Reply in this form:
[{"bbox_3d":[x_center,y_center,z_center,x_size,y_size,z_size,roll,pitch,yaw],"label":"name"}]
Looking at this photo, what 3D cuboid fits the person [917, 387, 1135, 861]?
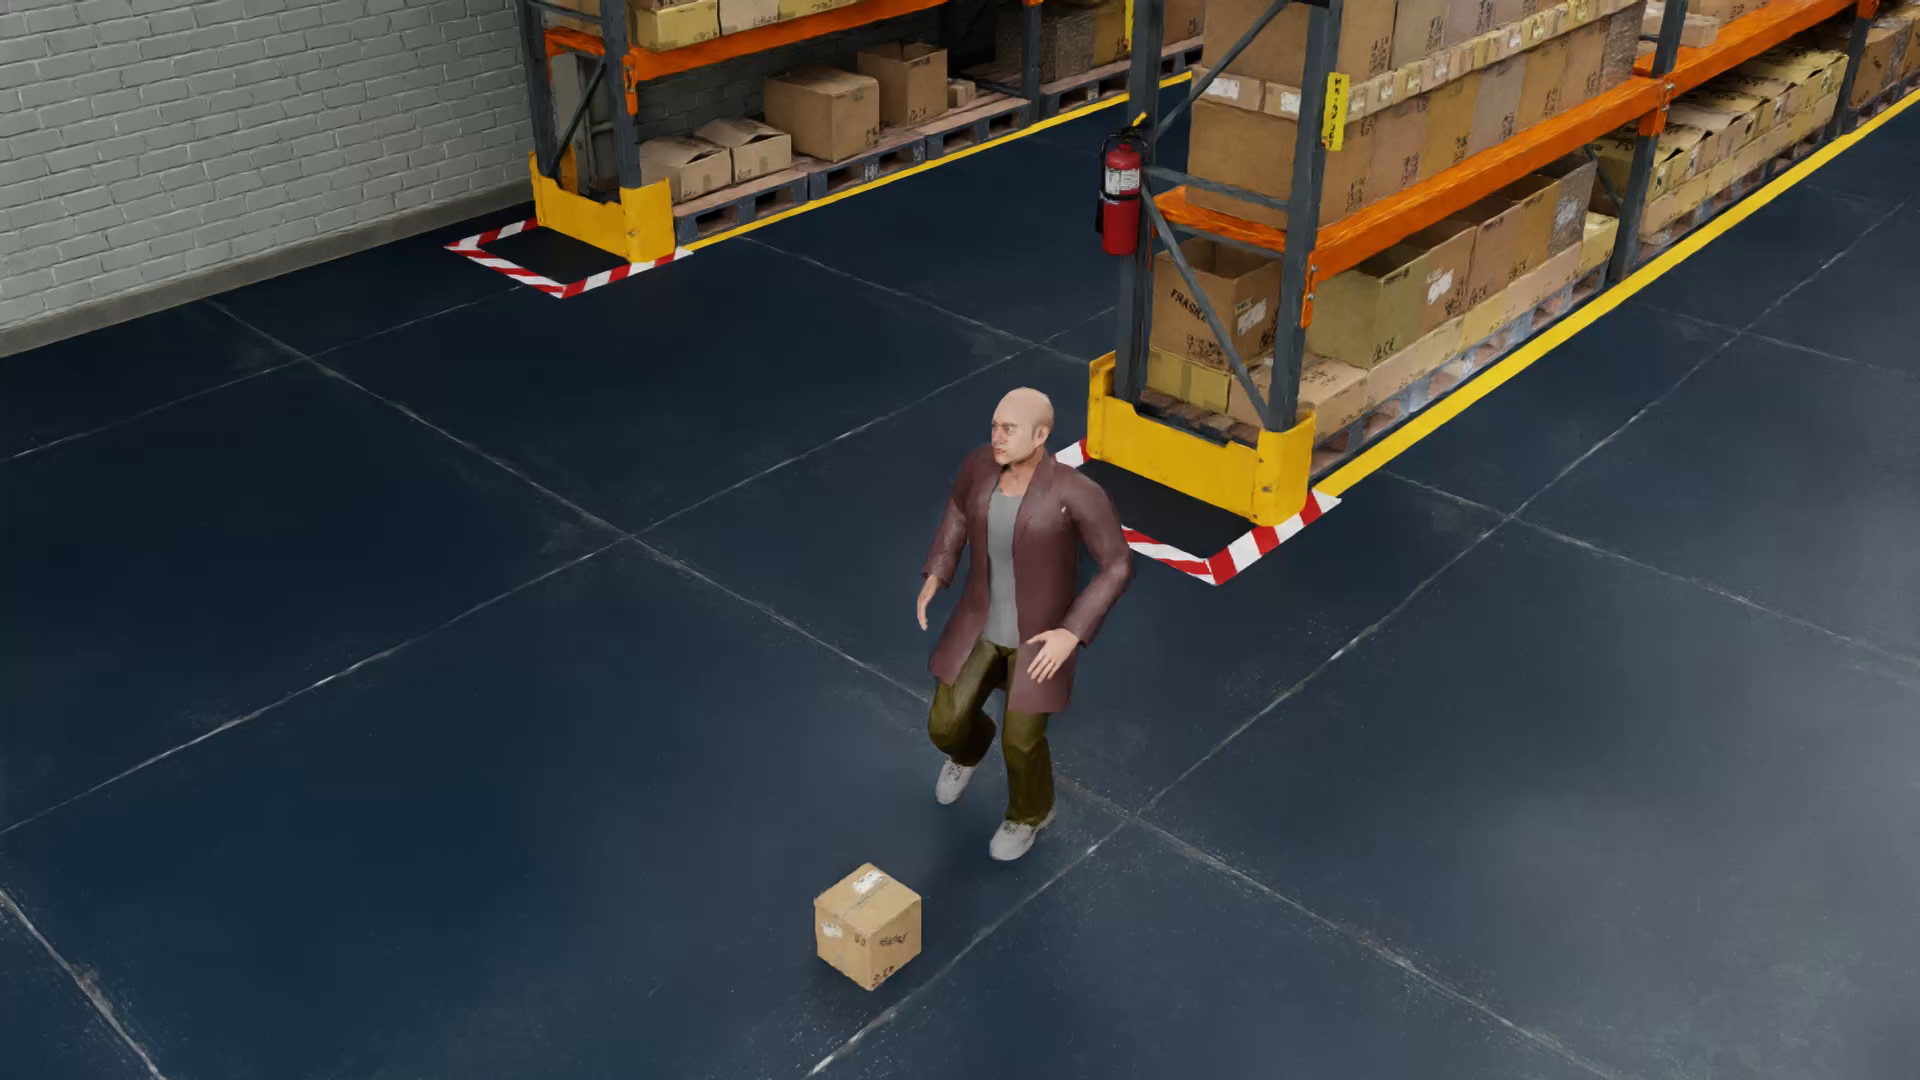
[{"bbox_3d":[0.193,0.314,5.658,0.772,1.744,0.521,15,34,23],"label":"person"}]
